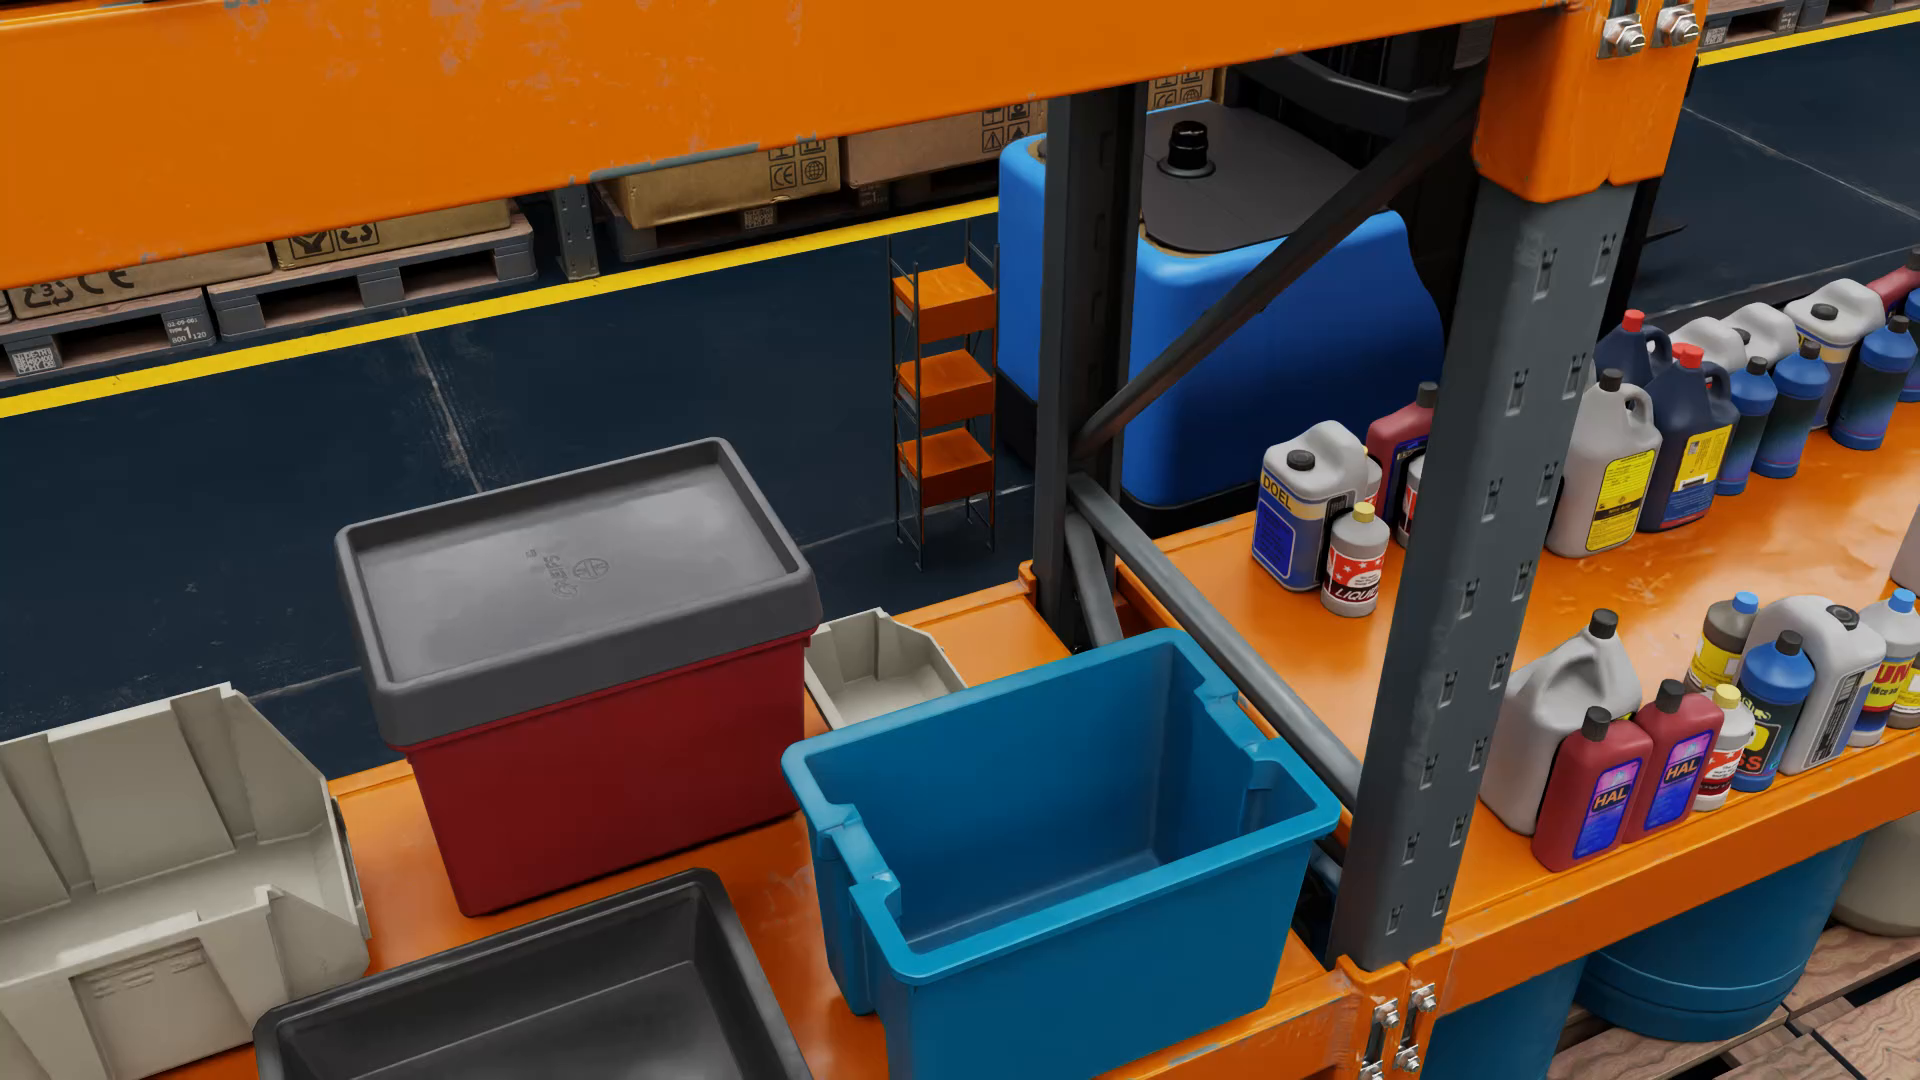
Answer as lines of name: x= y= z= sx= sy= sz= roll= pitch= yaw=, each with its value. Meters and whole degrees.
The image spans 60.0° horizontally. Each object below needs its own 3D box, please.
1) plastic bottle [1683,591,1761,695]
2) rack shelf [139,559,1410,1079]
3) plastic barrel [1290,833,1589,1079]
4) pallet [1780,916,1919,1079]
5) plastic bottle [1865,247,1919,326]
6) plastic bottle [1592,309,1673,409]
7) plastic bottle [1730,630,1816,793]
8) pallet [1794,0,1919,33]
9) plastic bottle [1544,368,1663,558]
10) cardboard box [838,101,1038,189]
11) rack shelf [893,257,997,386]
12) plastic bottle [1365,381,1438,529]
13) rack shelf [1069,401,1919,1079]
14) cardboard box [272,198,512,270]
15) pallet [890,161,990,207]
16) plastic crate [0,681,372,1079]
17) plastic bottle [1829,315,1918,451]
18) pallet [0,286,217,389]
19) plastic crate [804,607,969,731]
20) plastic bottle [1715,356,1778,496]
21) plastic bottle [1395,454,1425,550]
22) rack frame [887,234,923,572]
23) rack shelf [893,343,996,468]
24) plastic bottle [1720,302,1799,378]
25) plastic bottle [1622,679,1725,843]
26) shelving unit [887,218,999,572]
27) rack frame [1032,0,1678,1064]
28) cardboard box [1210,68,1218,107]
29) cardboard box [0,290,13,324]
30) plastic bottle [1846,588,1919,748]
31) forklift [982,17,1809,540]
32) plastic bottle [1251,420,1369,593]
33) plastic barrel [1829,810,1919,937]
plastic bottle: x=1.235 y=0.171 z=2.668 sx=0.097 sy=0.201 sz=0.097 roll=0 pitch=37 yaw=0
rack shelf: x=-1.417 y=0.953 z=2.051 sx=4.000 sy=0.370 sz=1.077 roll=-16 pitch=39 yaw=-20
plastic barrel: x=0.893 y=0.704 z=3.192 sx=0.708 sy=0.901 sz=0.600 roll=-16 pitch=39 yaw=-20
pallet: x=2.215 y=0.794 z=4.002 sx=1.213 sy=0.211 sz=1.003 roll=-16 pitch=39 yaw=-20
plastic bottle: x=1.921 y=-0.465 z=3.457 sx=0.133 sy=0.283 sz=0.061 roll=-16 pitch=39 yaw=-20
plastic bottle: x=1.253 y=-0.278 z=3.148 sx=0.185 sy=0.351 sz=0.144 roll=-16 pitch=39 yaw=-20
plastic bottle: x=1.212 y=0.250 z=2.504 sx=0.097 sy=0.271 sz=0.097 roll=0 pitch=37 yaw=0
pallet: x=4.826 y=-3.220 z=9.414 sx=1.213 sy=0.211 sz=1.003 roll=-16 pitch=39 yaw=-20
plastic bottle: x=1.147 y=-0.153 z=2.980 sx=0.185 sy=0.351 sz=0.144 roll=-16 pitch=39 yaw=-20
cardboard box: x=-0.332 y=-2.228 z=7.166 sx=0.875 sy=0.875 sz=1.225 roll=-17 pitch=40 yaw=-21
rack shelf: x=-0.048 y=-0.628 z=4.756 sx=0.240 sy=0.259 sz=0.215 roll=-16 pitch=39 yaw=-20
plastic bottle: x=0.802 y=-0.152 z=3.035 sx=0.133 sy=0.283 sz=0.061 roll=-16 pitch=39 yaw=-20
rack shelf: x=2.204 y=-0.059 z=3.416 sx=4.000 sy=0.370 sz=1.077 roll=-16 pitch=39 yaw=-20
cardboard box: x=-2.343 y=-1.704 z=6.461 sx=0.875 sy=0.875 sz=0.875 roll=-16 pitch=39 yaw=-20
pallet: x=0.061 y=-1.940 z=7.688 sx=1.213 sy=0.211 sz=1.003 roll=-16 pitch=39 yaw=-20
plastic crate: x=-1.068 y=0.469 z=2.149 sx=0.530 sy=0.282 sz=0.437 roll=-16 pitch=39 yaw=-20
plastic bottle: x=1.801 y=-0.315 z=3.264 sx=0.097 sy=0.271 sz=0.097 roll=0 pitch=37 yaw=0
pallet: x=-3.539 y=-0.931 z=6.329 sx=1.213 sy=0.211 sz=1.003 roll=-16 pitch=39 yaw=-20
plastic crate: x=-0.089 y=0.281 z=2.525 sx=0.243 sy=0.136 sz=0.396 roll=-16 pitch=39 yaw=-20
plastic bottle: x=1.470 y=-0.222 z=3.139 sx=0.097 sy=0.271 sz=0.097 roll=0 pitch=37 yaw=0
plastic bottle: x=0.852 y=-0.081 z=3.008 sx=0.097 sy=0.201 sz=0.097 roll=0 pitch=37 yaw=0
rack frame: x=-0.159 y=-0.377 z=4.877 sx=0.008 sy=1.050 sz=0.200 roll=-16 pitch=39 yaw=-20
rack shelf: x=-0.048 y=-0.400 z=4.925 sx=0.240 sy=0.259 sz=0.215 roll=-16 pitch=39 yaw=-20
plastic bottle: x=1.522 y=-0.320 z=3.268 sx=0.135 sy=0.276 sz=0.152 roll=-16 pitch=39 yaw=-20
plastic bottle: x=1.027 y=0.308 z=2.414 sx=0.133 sy=0.283 sz=0.061 roll=-16 pitch=39 yaw=-20
shelving unit: x=-0.048 y=-0.408 z=4.919 sx=0.252 sy=1.050 sz=0.215 roll=-16 pitch=39 yaw=-20
rack frame: x=0.393 y=0.158 z=2.519 sx=0.127 sy=3.000 sz=1.000 roll=-16 pitch=39 yaw=-20
cardboard box: x=1.276 y=-2.677 z=7.773 sx=0.875 sy=0.875 sz=1.225 roll=-17 pitch=40 yaw=-22
cardboard box: x=-3.963 y=-1.251 z=5.850 sx=0.875 sy=0.875 sz=0.875 roll=-16 pitch=39 yaw=-20
plastic bottle: x=1.422 y=0.191 z=2.583 sx=0.097 sy=0.271 sz=0.097 roll=0 pitch=37 yaw=0
forklift: x=1.625 y=-1.678 z=5.051 sx=3.031 sy=2.935 sz=1.130 roll=-17 pitch=40 yaw=-22
plastic bottle: x=0.612 y=-0.066 z=2.925 sx=0.135 sy=0.276 sz=0.152 roll=-16 pitch=39 yaw=-20
plastic barrel: x=2.083 y=0.586 z=3.678 sx=0.421 sy=0.512 sz=0.421 roll=0 pitch=37 yaw=0
